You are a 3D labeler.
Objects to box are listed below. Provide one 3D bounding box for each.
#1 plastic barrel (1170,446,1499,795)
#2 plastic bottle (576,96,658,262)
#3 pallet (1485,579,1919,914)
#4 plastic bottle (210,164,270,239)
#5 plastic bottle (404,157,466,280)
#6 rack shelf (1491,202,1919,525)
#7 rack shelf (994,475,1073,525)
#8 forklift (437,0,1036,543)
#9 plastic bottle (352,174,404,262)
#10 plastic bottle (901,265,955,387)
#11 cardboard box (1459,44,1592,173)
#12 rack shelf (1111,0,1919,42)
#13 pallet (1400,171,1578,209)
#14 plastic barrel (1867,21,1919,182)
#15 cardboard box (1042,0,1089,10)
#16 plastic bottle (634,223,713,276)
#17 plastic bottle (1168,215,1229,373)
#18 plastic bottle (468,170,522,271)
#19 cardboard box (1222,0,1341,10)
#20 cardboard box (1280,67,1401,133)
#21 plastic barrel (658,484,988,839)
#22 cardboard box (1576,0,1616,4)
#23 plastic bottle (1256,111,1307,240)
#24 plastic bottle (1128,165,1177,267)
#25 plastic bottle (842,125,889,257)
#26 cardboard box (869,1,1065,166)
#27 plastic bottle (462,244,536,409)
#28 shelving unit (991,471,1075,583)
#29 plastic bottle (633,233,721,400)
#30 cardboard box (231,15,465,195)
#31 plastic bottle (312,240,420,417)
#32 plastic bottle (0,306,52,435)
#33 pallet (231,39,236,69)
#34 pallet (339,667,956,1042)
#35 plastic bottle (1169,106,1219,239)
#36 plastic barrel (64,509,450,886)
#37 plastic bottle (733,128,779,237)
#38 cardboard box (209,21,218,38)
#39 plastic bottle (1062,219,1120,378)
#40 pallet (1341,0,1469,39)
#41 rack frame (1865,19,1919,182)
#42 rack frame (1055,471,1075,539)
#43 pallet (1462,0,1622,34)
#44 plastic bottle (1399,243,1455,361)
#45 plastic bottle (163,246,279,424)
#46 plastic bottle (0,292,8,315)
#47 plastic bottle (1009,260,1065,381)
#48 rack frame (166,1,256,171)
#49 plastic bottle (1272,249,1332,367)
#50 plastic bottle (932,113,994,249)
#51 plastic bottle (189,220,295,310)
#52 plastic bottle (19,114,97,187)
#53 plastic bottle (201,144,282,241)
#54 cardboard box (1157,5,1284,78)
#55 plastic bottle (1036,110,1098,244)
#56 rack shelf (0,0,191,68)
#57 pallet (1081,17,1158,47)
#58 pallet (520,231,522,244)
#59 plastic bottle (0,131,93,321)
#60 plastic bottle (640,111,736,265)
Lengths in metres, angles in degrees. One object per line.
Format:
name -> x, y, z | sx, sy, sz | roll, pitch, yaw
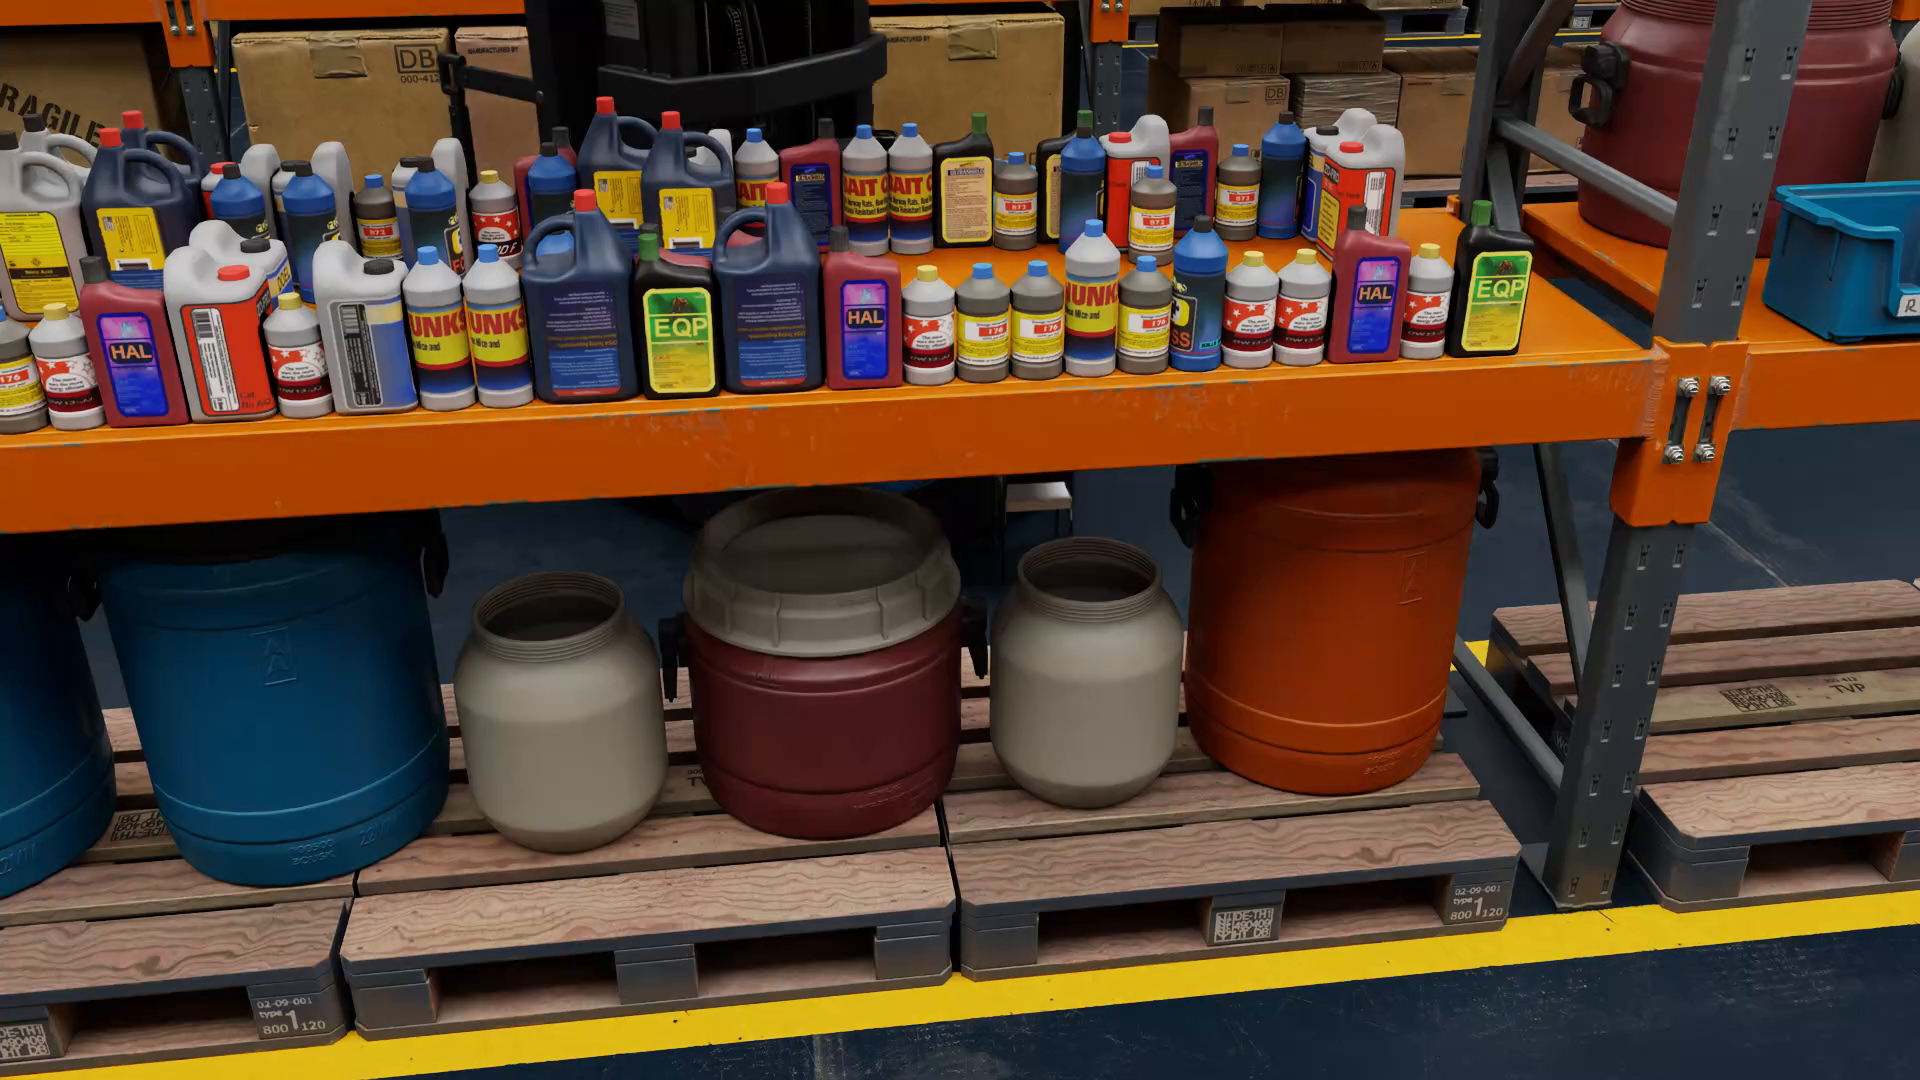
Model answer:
plastic barrel -> 0.822, 0.072, 3.741 | 0.708, 0.830, 0.600 | -4, 27, -7
plastic bottle -> -0.701, -0.745, 3.471 | 0.185, 0.351, 0.144 | -4, 27, -7
pallet -> 2.077, 0.464, 4.115 | 1.213, 0.211, 1.003 | -4, 27, -7
plastic bottle -> -1.414, -0.605, 3.284 | 0.097, 0.271, 0.097 | 0, 27, 0
plastic bottle -> -1.051, -0.628, 3.330 | 0.097, 0.271, 0.097 | 0, 27, 0
rack shelf -> 3.285, -0.553, 3.829 | 4.000, 0.370, 1.077 | -4, 27, -7
rack shelf -> 0.216, -0.141, 5.007 | 0.200, 0.077, 0.258 | -3, 27, -7
forklift -> -1.092, -1.727, 5.406 | 3.031, 2.935, 1.130 | 21, 34, 34
plastic bottle -> -1.206, -0.657, 3.463 | 0.097, 0.201, 0.097 | 0, 27, 0
plastic bottle -> -0.057, -0.381, 2.925 | 0.097, 0.201, 0.097 | 0, 27, 0
cardboard box -> 2.936, -2.236, 8.577 | 0.500, 0.500, 0.700 | -6, 28, -12
rack shelf -> 2.595, -2.792, 8.193 | 4.000, 0.370, 1.077 | -4, 27, -7
pallet -> 2.594, -1.869, 8.661 | 1.213, 0.211, 1.003 | -4, 27, -7
plastic barrel -> 2.293, -0.957, 3.707 | 0.421, 0.512, 0.421 | 0, 27, 0
cardboard box -> 0.639, -4.417, 12.577 | 0.750, 0.750, 1.050 | -4, 27, -8
plastic bottle -> -0.492, -0.409, 2.890 | 0.133, 0.283, 0.061 | -4, 27, -7
plastic bottle -> 0.425, -0.443, 2.969 | 0.097, 0.271, 0.097 | 0, 27, 0
plastic bottle -> -0.976, -0.672, 3.492 | 0.097, 0.201, 0.097 | 0, 27, 0
cardboard box -> 2.427, -4.534, 12.804 | 0.750, 0.750, 1.050 | -4, 27, -7
cardboard box -> 1.823, -2.161, 8.432 | 0.500, 0.500, 0.700 | -6, 28, -11
plastic barrel -> -0.296, 0.251, 3.656 | 0.708, 0.588, 0.600 | -4, 27, -7
cardboard box -> 4.617, -4.737, 13.064 | 0.875, 0.875, 0.875 | -3, 27, -6
plastic bottle -> 0.712, -0.812, 3.687 | 0.097, 0.271, 0.097 | 0, 27, 0
plastic bottle -> 0.409, -0.691, 3.529 | 0.097, 0.201, 0.097 | 0, 27, 0
plastic bottle -> -0.203, -0.753, 3.573 | 0.097, 0.271, 0.097 | 0, 27, 0
cardboard box -> -0.072, -2.191, 8.103 | 0.875, 0.875, 1.225 | -5, 28, -10
plastic bottle -> -0.783, -0.366, 2.818 | 0.097, 0.271, 0.097 | 0, 27, 0
shelving unit -> 0.216, -0.331, 4.909 | 0.210, 0.900, 0.258 | -3, 27, -7
plastic bottle -> -0.484, -0.382, 2.836 | 0.133, 0.283, 0.061 | -4, 27, -7
cardboard box -> -2.716, -2.021, 7.771 | 0.875, 0.875, 1.225 | -4, 27, -7
plastic bottle -> -0.998, -0.367, 2.815 | 0.135, 0.276, 0.152 | -4, 27, -7
plastic bottle -> -1.568, -0.284, 2.736 | 0.097, 0.201, 0.097 | 0, 27, 0
pallet -> -4.598, -3.679, 12.189 | 1.213, 0.211, 1.003 | -4, 27, -7
pallet -> -0.676, 0.640, 3.771 | 1.213, 0.211, 1.003 | -4, 27, -7
plastic bottle -> 0.499, -0.812, 3.674 | 0.133, 0.283, 0.061 | -4, 27, -7
plastic barrel -> -1.414, 0.184, 3.444 | 0.708, 0.901, 0.600 | -4, 27, -7
plastic bottle -> -0.431, -0.738, 3.544 | 0.097, 0.271, 0.097 | 0, 27, 0
cardboard box -> -5.303, -3.652, 11.745 | 0.250, 0.149, 0.380 | -4, 27, -7
plastic bottle -> 0.232, -0.431, 2.945 | 0.097, 0.271, 0.097 | 0, 27, 0
pallet -> 3.231, -4.164, 13.134 | 1.213, 0.211, 1.003 | -4, 27, -7
rack frame -> 4.575, -3.239, 8.277 | 0.127, 3.000, 1.000 | -4, 27, -7
rack frame -> 0.317, -0.337, 4.922 | 0.006, 0.900, 0.240 | -3, 27, -7
pallet -> 4.748, -4.260, 13.321 | 1.213, 0.211, 1.003 | -4, 27, -7
plastic bottle -> 0.847, -0.439, 3.038 | 0.097, 0.201, 0.097 | 0, 27, 0
plastic bottle -> -1.228, -0.352, 2.786 | 0.135, 0.276, 0.152 | -4, 27, -7
plastic bottle -> -1.914, -0.542, 3.238 | 0.097, 0.201, 0.097 | 0, 27, 0
plastic bottle -> 0.136, -0.394, 2.949 | 0.097, 0.201, 0.097 | 0, 27, 0
rack frame -> -3.347, -2.730, 7.285 | 0.127, 3.000, 1.000 | -4, 27, -7
plastic bottle -> 0.618, -0.425, 3.009 | 0.097, 0.201, 0.097 | 0, 27, 0
plastic bottle -> 0.005, -0.780, 3.612 | 0.133, 0.283, 0.061 | -4, 27, -7
plastic bottle -> -1.249, -0.421, 2.920 | 0.135, 0.276, 0.152 | -4, 27, -7
plastic bottle -> -1.792, -0.675, 3.335 | 0.185, 0.351, 0.144 | -4, 27, -7
plastic bottle -> -1.450, -0.662, 3.391 | 0.135, 0.276, 0.152 | -4, 27, -7
cardboard box -> 1.274, -2.458, 8.189 | 0.500, 0.250, 0.500 | -3, 27, -5
plastic bottle -> 0.234, -0.795, 3.641 | 0.133, 0.283, 0.061 | -4, 27, -7
rack shelf -> -5.327, -2.283, 7.201 | 4.000, 0.370, 1.077 | -4, 27, -7
pallet -> 0.815, -4.009, 12.831 | 1.213, 0.211, 1.003 | -4, 27, -7
pallet -> -2.593, -1.573, 8.084 | 1.213, 0.211, 1.003 | -4, 27, -7
plastic bottle -> -1.772, -0.610, 3.208 | 0.185, 0.351, 0.144 | -4, 27, -7
plastic bottle -> -0.547, -0.685, 3.354 | 0.185, 0.351, 0.144 | -4, 27, -7
